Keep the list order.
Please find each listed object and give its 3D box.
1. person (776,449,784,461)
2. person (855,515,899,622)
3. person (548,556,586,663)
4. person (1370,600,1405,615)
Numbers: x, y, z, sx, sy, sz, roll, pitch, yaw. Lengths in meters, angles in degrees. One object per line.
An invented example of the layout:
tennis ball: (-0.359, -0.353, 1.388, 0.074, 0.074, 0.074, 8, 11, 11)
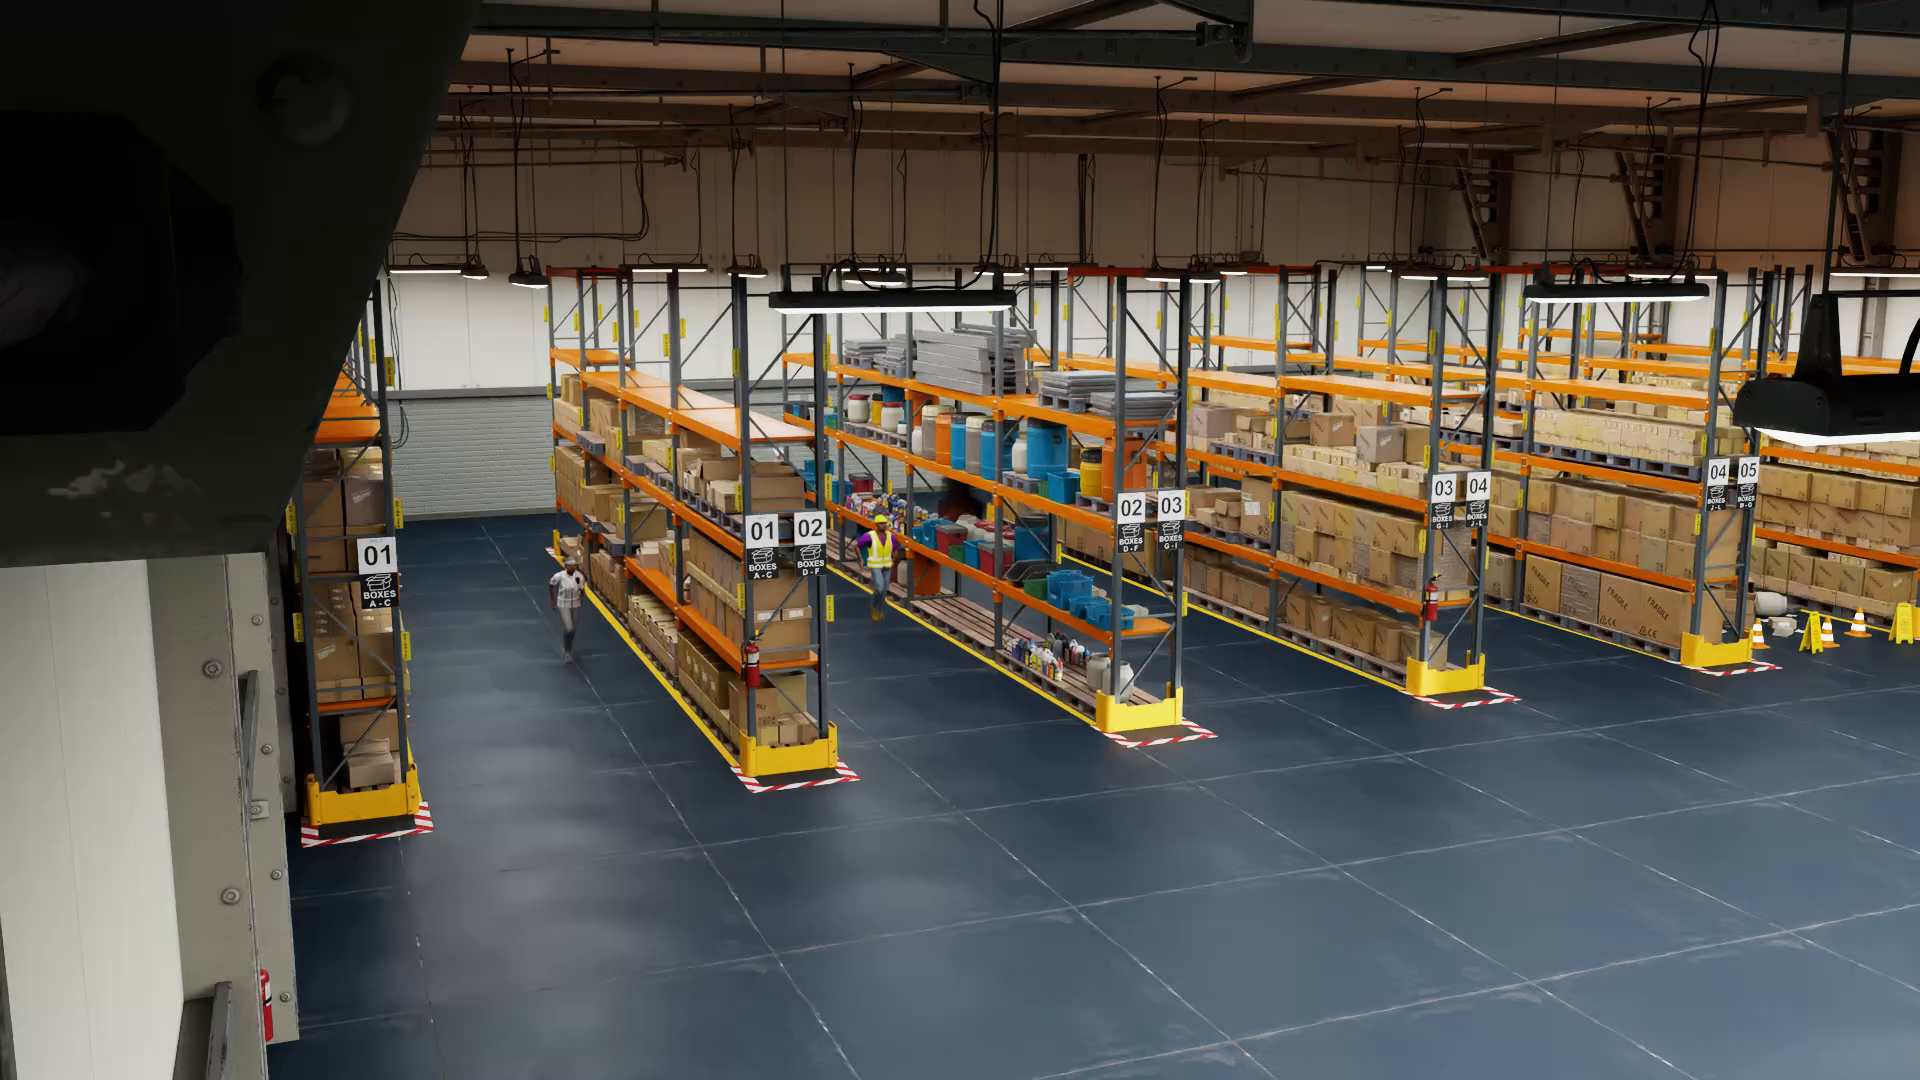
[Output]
person: (-4.138, -1.233, 38.436, 0.957, 1.753, 0.684, 1, 10, 6)
person: (-1.305, 0.474, 27.250, 0.702, 1.781, 0.633, -5, 11, -24)
person: (-6.088, 1.059, 25.858, 0.516, 1.703, 0.819, -6, 12, -32)
person: (7.659, 0.502, 29.474, 0.606, 1.505, 1.033, -4, 11, -20)
